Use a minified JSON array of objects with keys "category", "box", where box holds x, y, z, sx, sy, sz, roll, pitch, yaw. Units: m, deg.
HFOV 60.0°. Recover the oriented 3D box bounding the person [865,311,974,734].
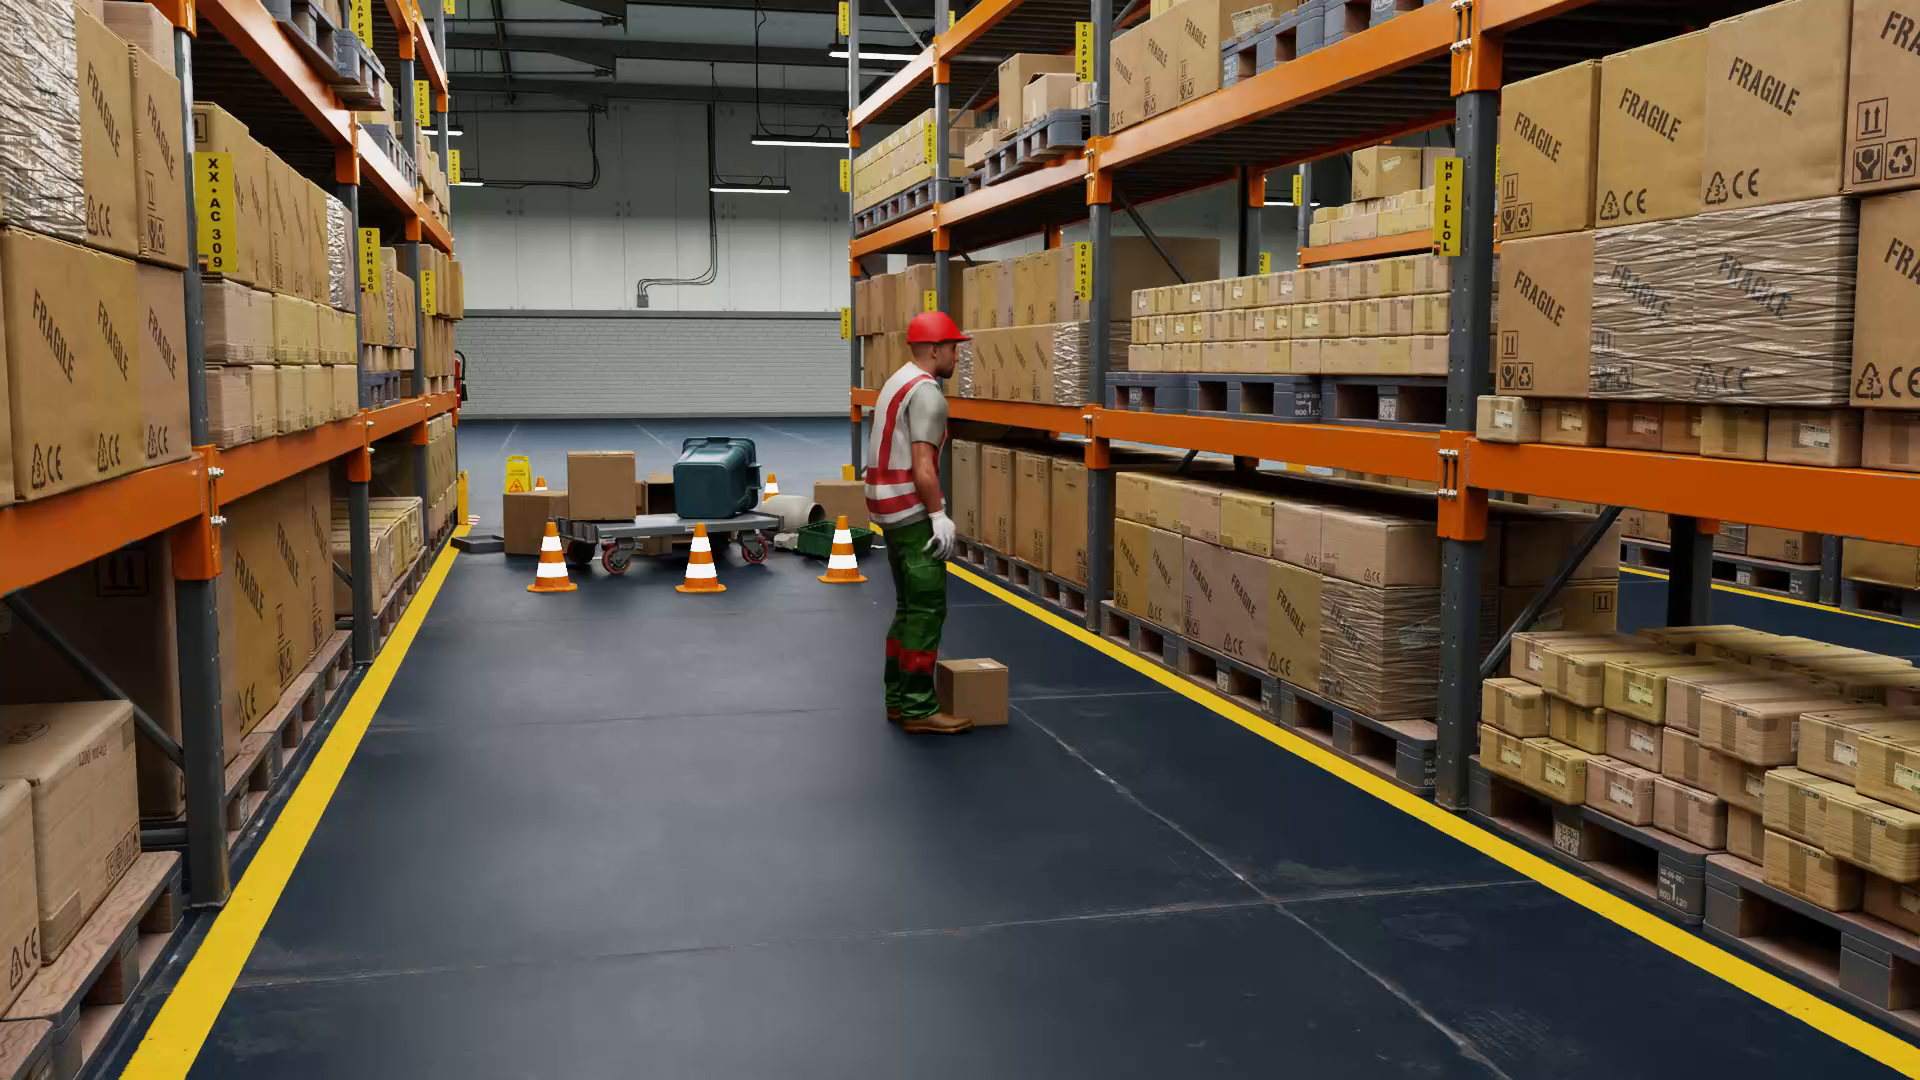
[{"category":"person","box":[-0.166,-0.087,7.149,0.454,1.779,0.621,-2,6,-15]}]
